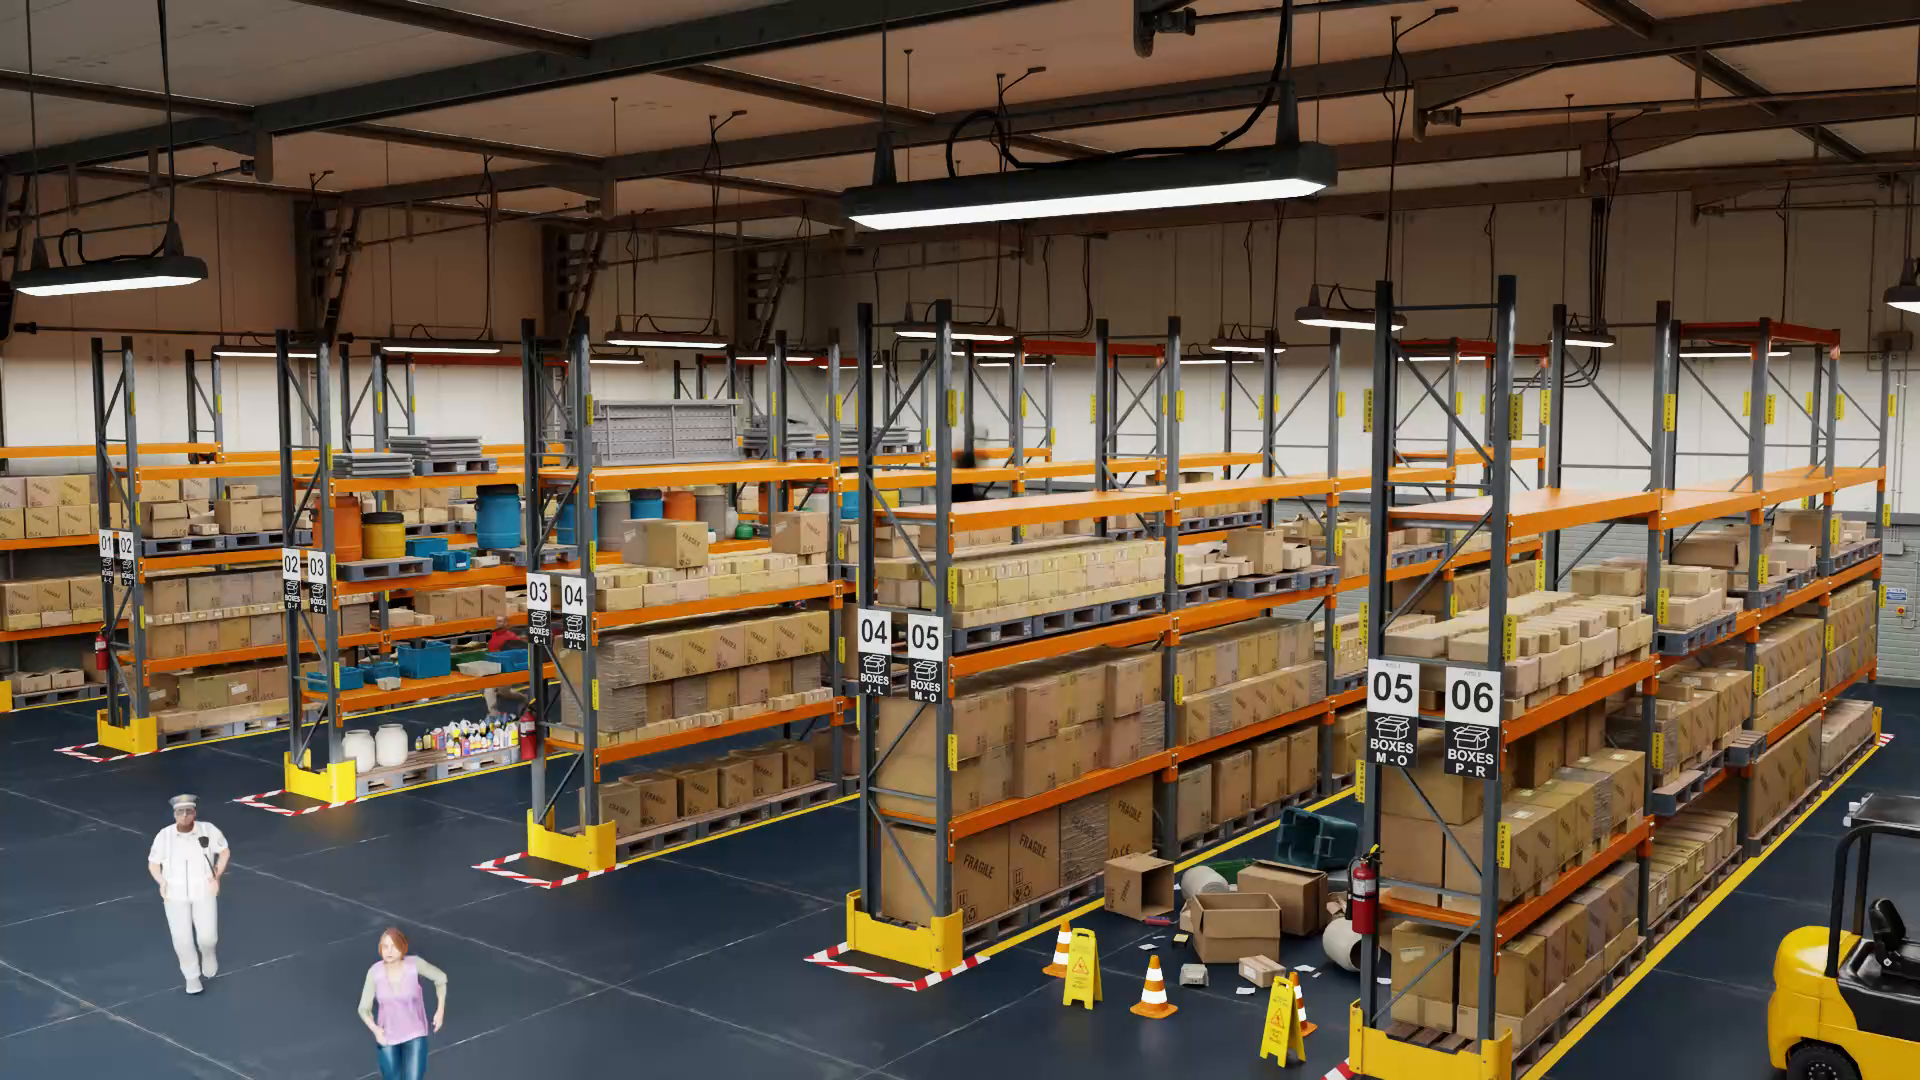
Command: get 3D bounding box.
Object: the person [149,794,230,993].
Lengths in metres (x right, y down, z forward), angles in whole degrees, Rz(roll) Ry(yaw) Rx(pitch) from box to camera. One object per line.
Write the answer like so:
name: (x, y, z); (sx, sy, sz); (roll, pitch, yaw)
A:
person: (-6.658, 3.045, 14.381); (0.640, 1.736, 0.574); (-2, 5, -22)

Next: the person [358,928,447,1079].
person: (-3.799, 3.408, 11.340); (0.567, 1.555, 0.630); (-1, 5, -12)

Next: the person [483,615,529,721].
person: (-7.253, 2.027, 26.354); (0.675, 1.688, 0.824); (3, 6, 30)
